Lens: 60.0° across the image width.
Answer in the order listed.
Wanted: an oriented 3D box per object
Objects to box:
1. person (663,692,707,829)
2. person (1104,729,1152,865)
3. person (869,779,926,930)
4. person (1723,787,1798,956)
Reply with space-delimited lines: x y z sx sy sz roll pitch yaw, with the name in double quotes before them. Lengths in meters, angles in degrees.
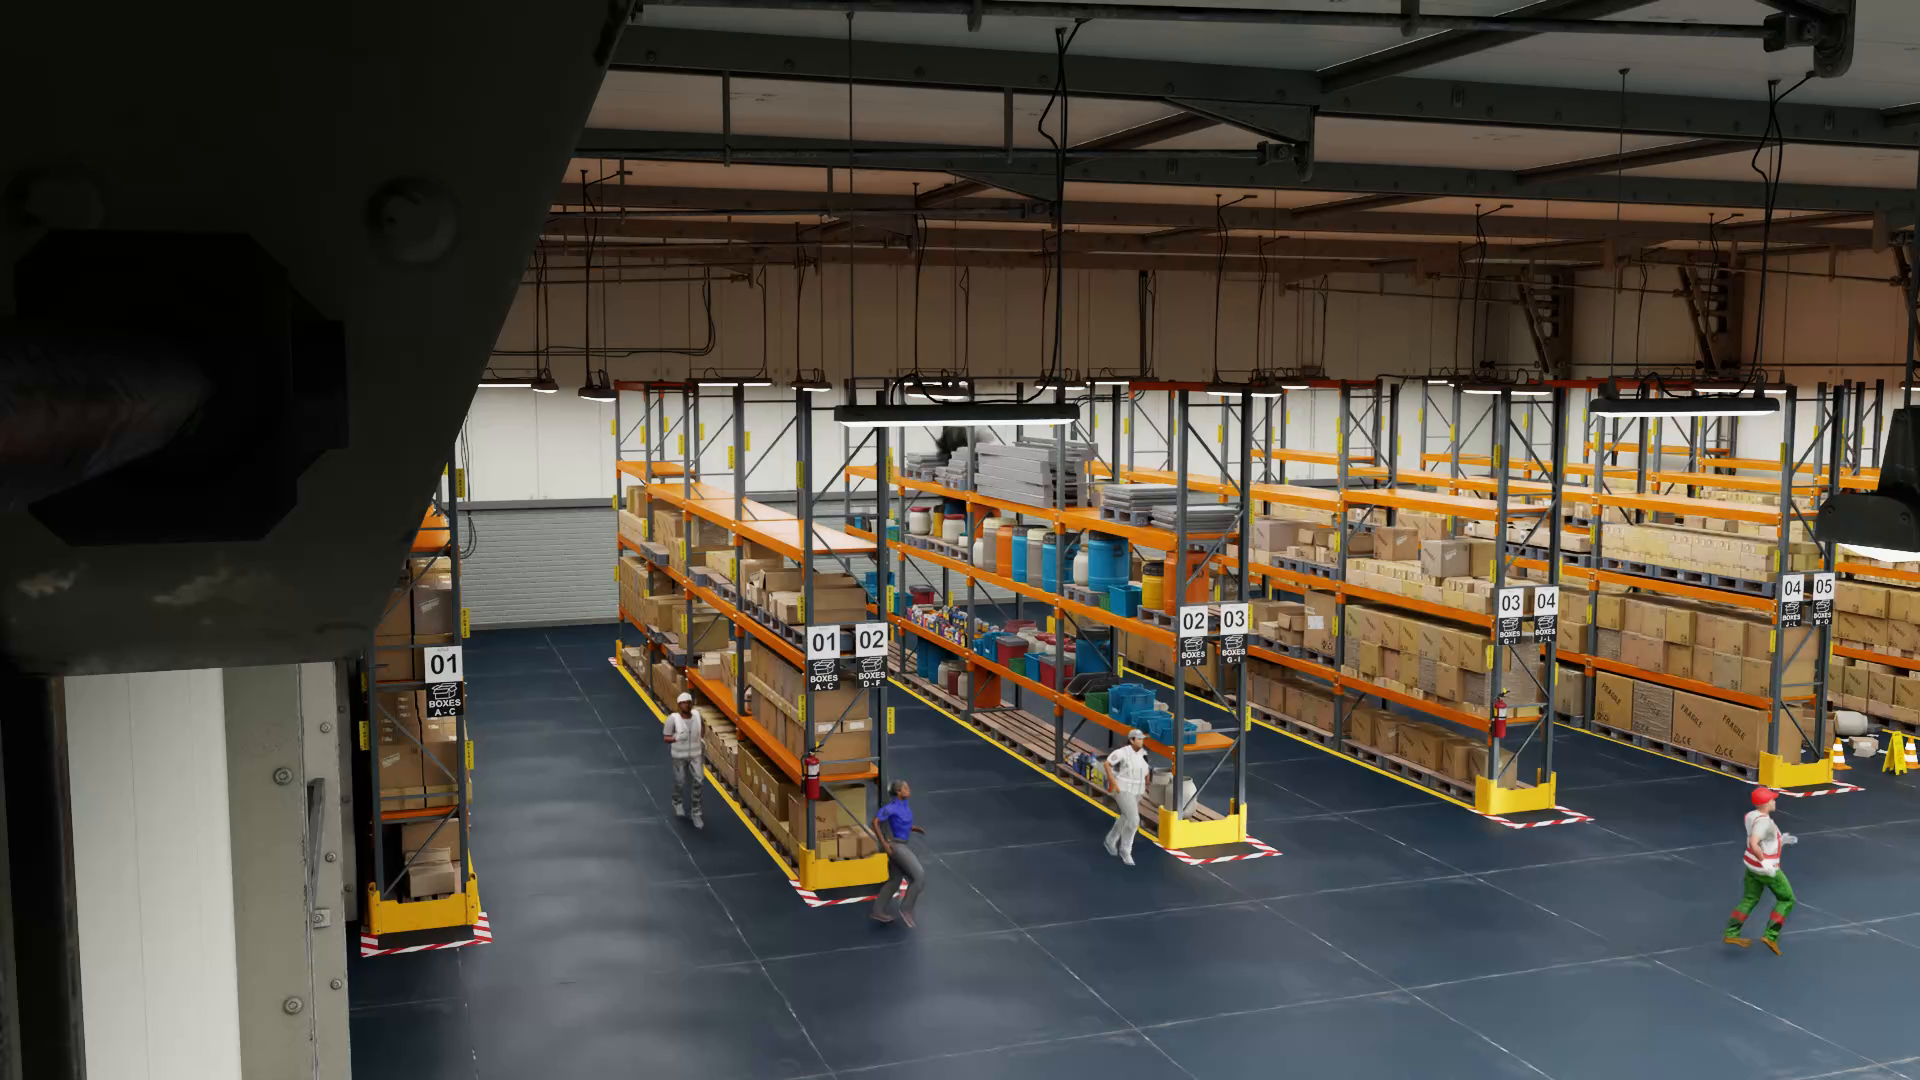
"person" -3.774 3.011 22.935 0.657 1.835 0.763 -3 7 -24
"person" 2.177 3.274 21.387 0.612 1.703 0.662 -6 8 -44
"person" -0.698 3.586 18.834 0.664 1.570 0.578 0 6 4
"person" 8.635 3.558 17.860 0.747 1.828 0.642 0 6 -2
